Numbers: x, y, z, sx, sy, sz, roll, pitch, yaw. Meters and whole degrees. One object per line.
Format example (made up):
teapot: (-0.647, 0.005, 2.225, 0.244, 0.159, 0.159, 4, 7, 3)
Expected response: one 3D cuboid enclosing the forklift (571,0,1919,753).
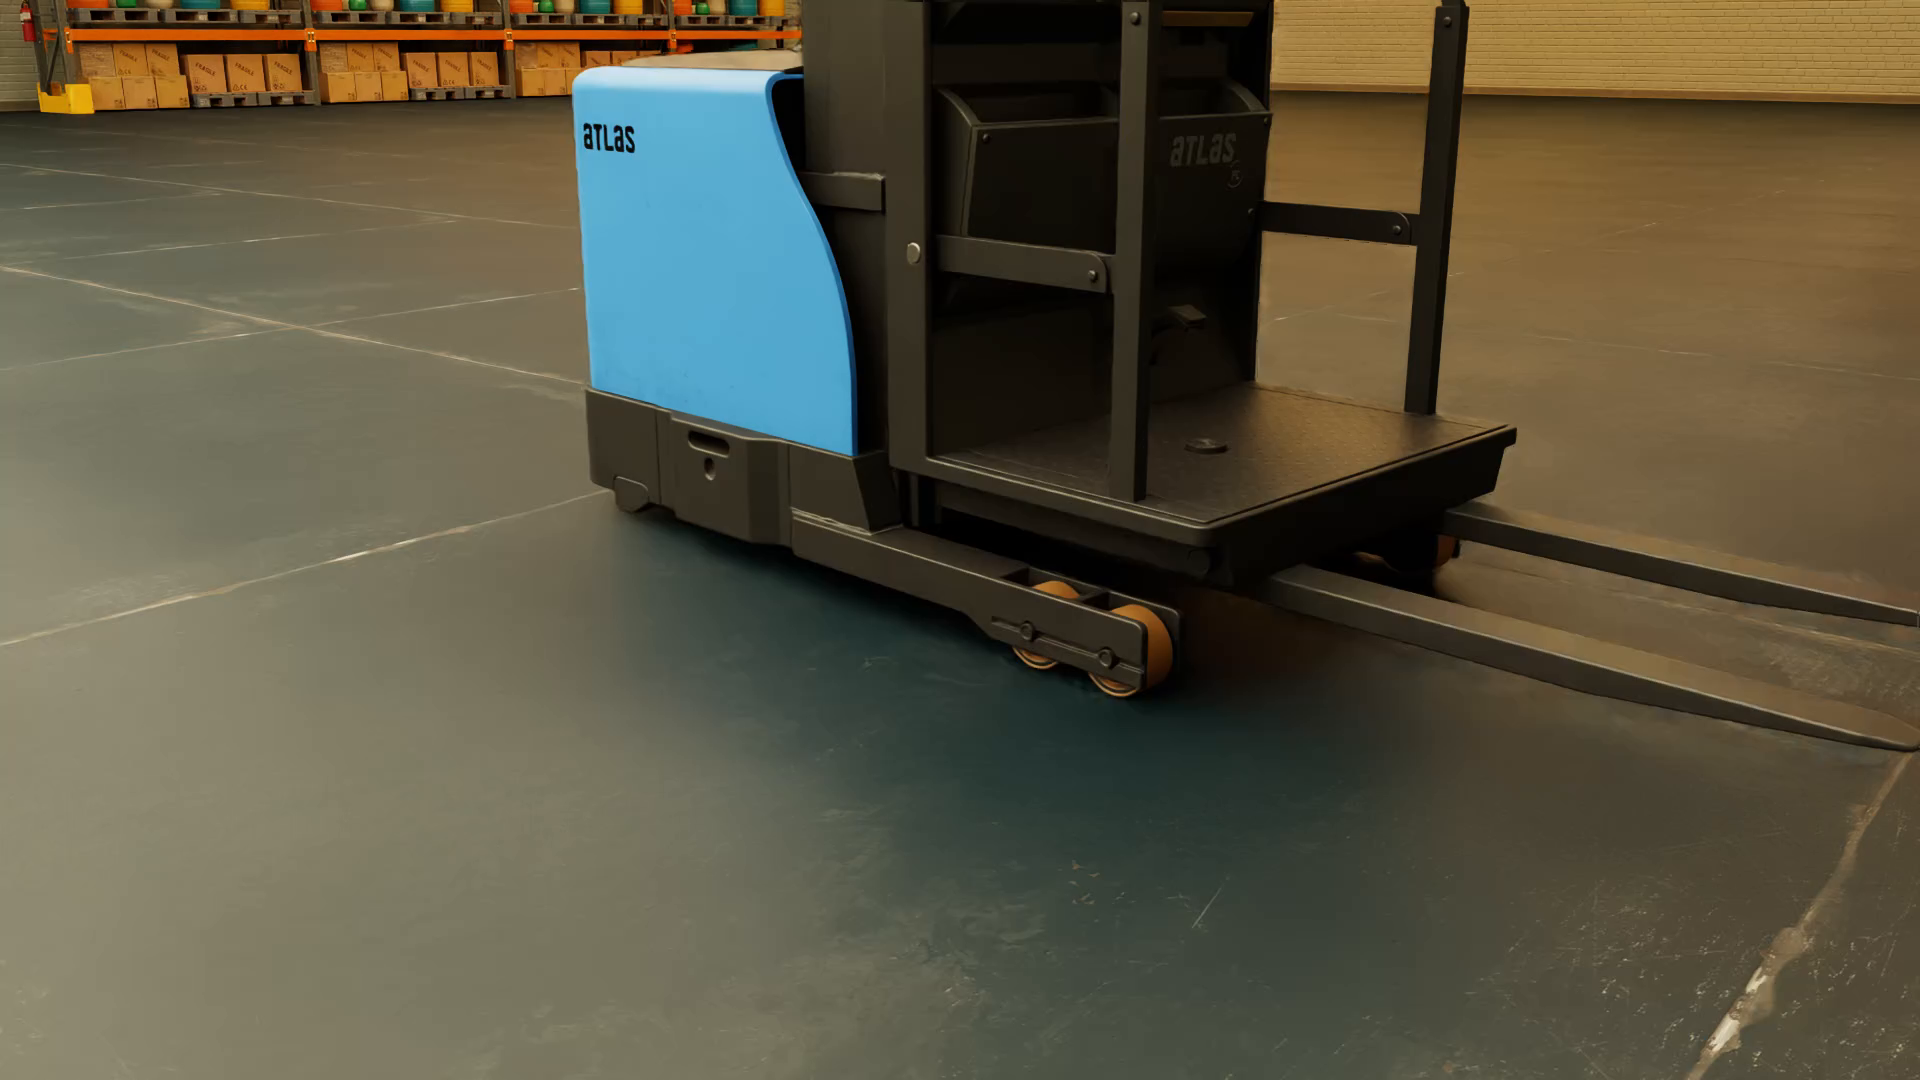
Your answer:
forklift: (0.460, -1.287, 3.136, 1.130, 2.935, 3.031, -16, 23, -42)
